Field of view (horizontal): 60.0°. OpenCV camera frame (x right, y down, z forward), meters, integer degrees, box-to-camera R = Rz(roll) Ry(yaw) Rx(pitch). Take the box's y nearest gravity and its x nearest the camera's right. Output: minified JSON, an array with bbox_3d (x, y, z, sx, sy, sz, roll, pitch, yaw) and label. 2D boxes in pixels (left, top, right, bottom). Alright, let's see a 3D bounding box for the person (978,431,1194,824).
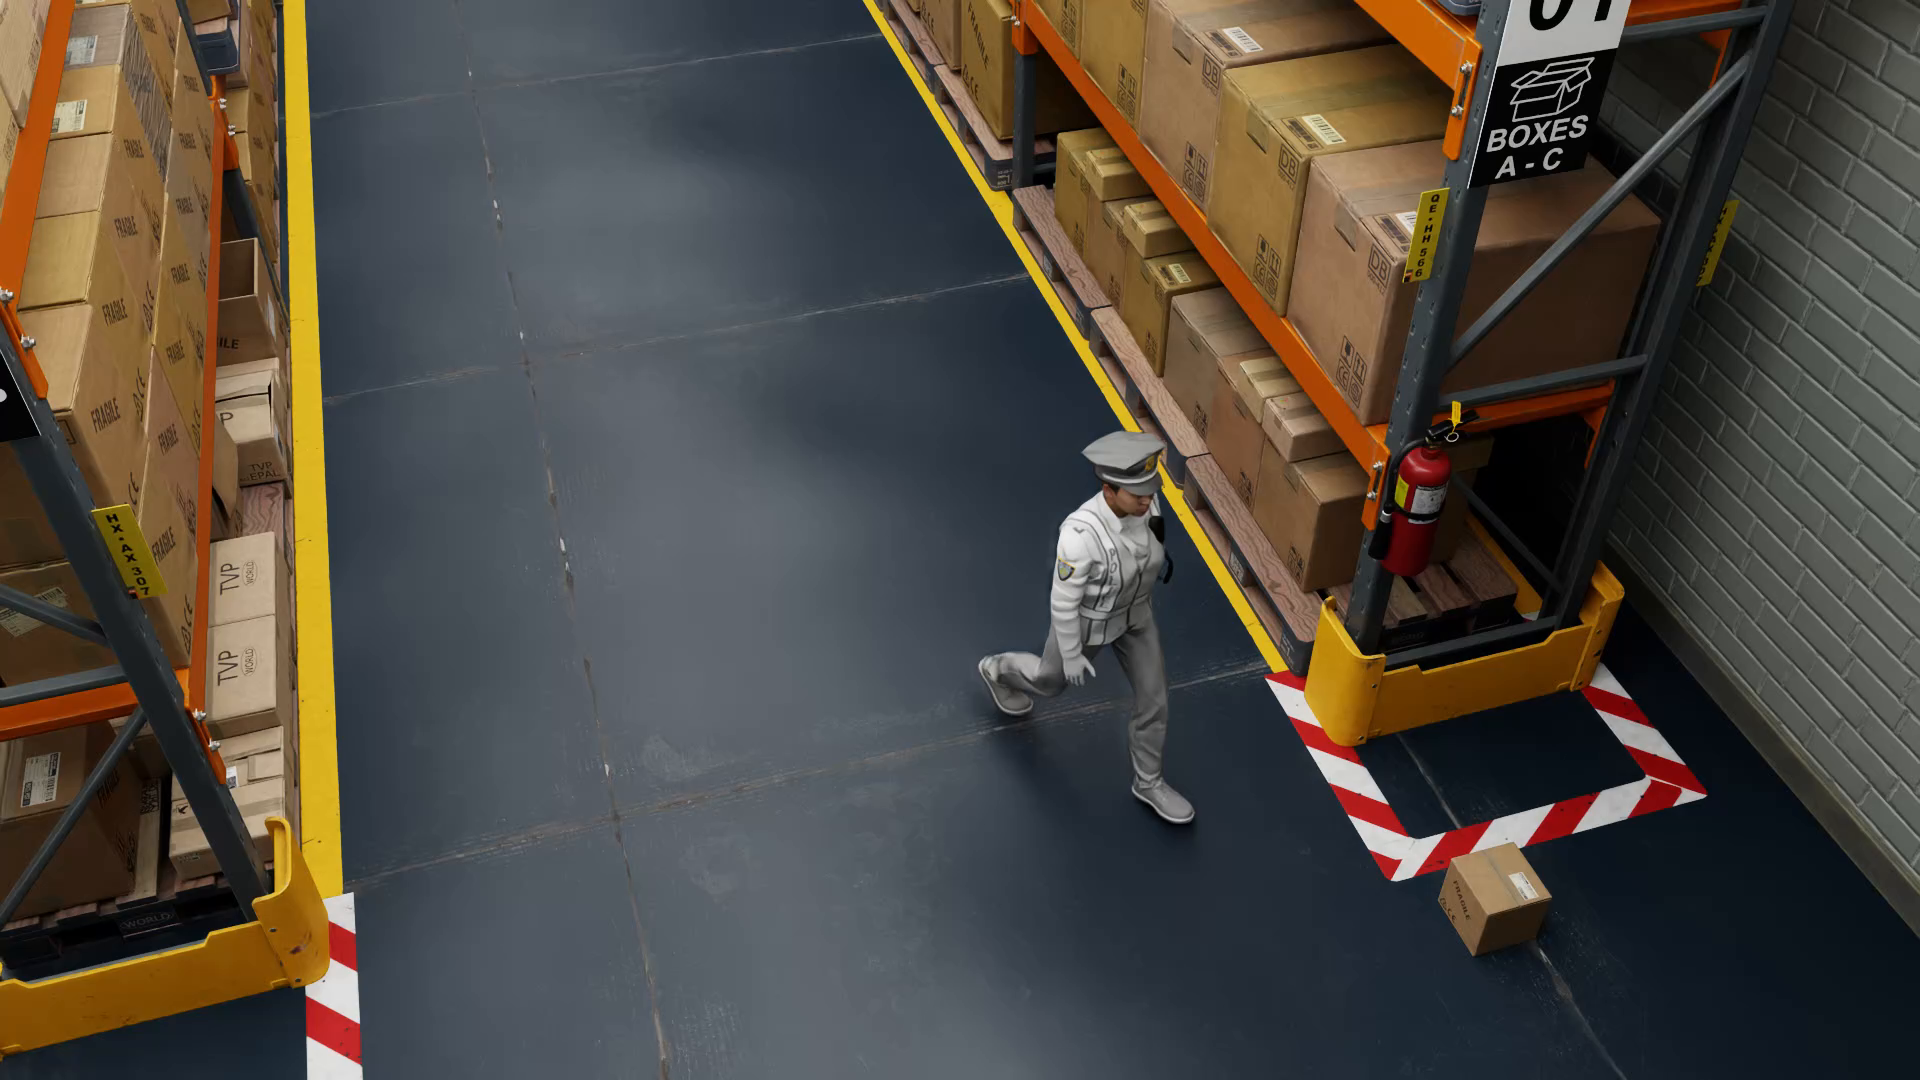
[{"bbox_3d":[0.470,0.246,5.895,0.487,1.628,1.022,-28,49,-27],"label":"person"}]
